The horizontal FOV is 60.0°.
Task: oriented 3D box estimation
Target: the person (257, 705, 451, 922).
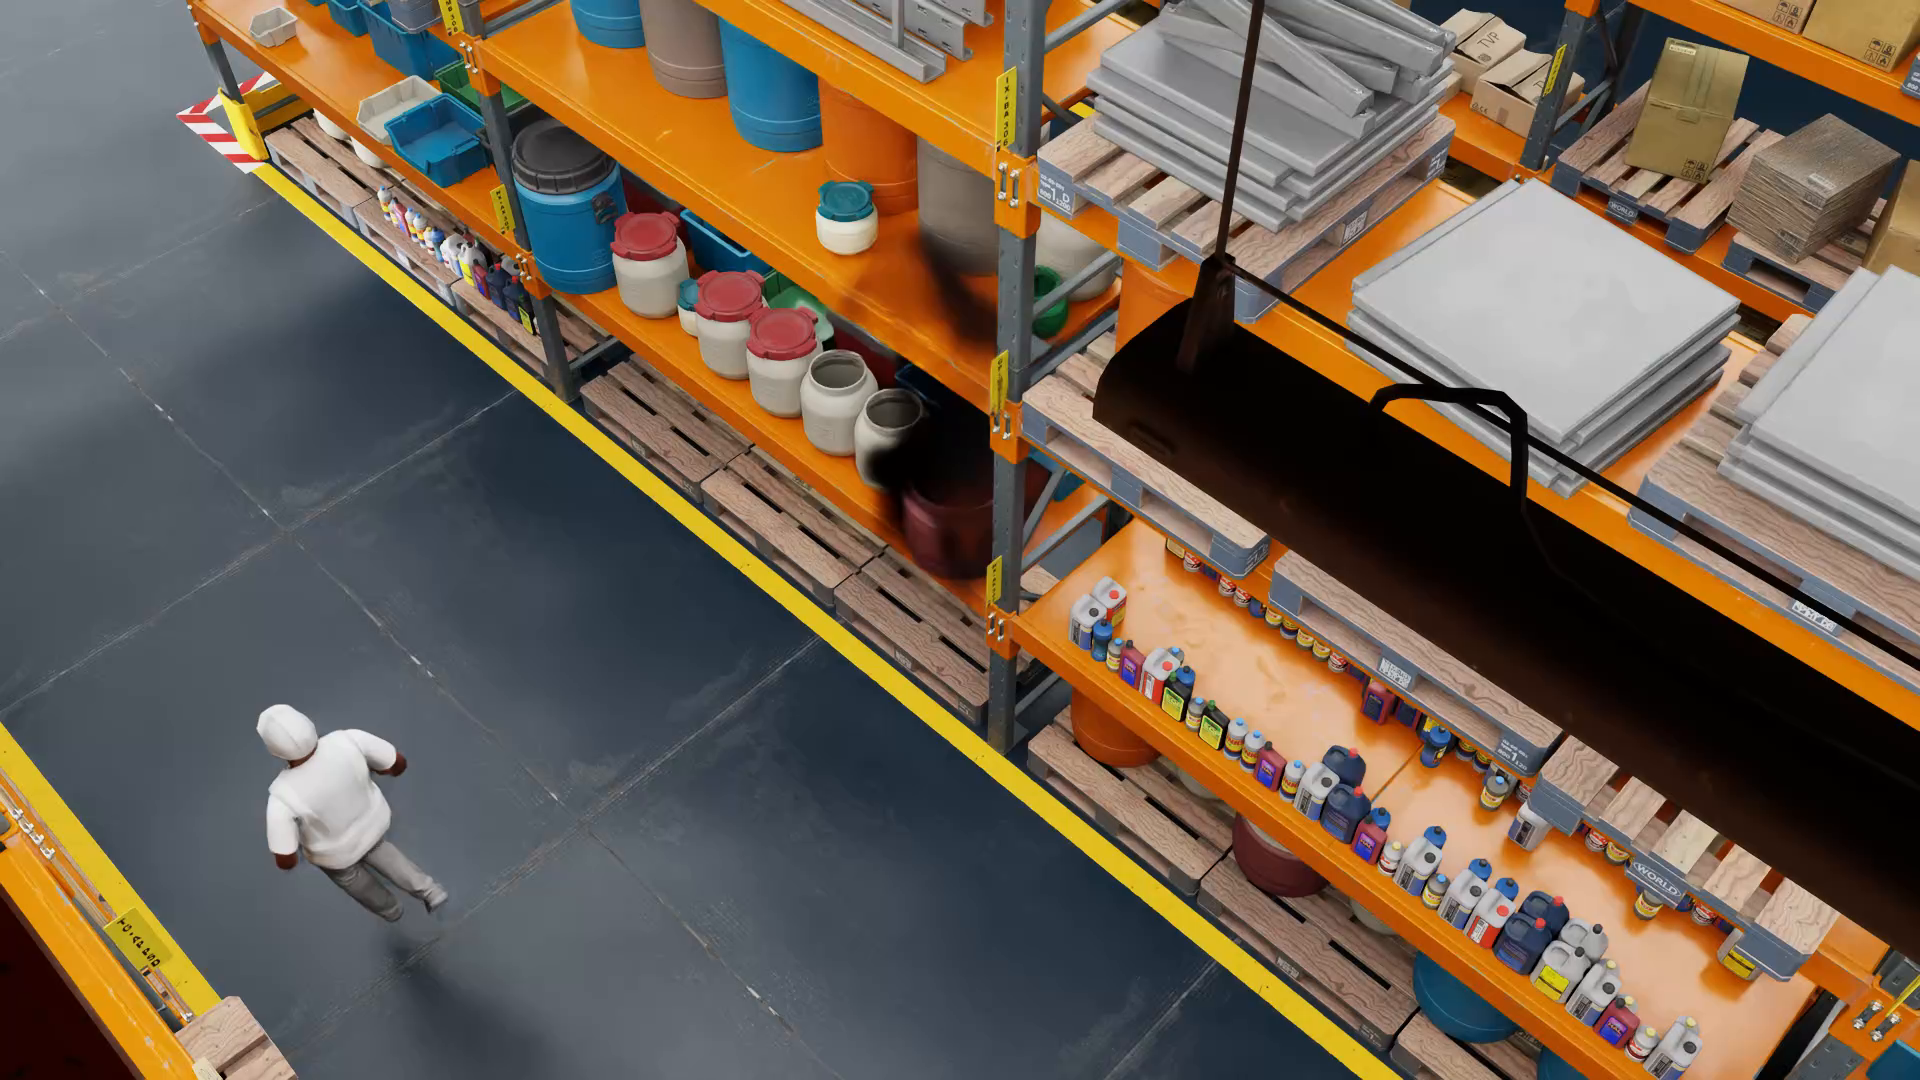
[{"bbox_3d":[-2.821,1.385,7.748,0.643,1.729,0.716,25,54,19],"label":"person"}]
